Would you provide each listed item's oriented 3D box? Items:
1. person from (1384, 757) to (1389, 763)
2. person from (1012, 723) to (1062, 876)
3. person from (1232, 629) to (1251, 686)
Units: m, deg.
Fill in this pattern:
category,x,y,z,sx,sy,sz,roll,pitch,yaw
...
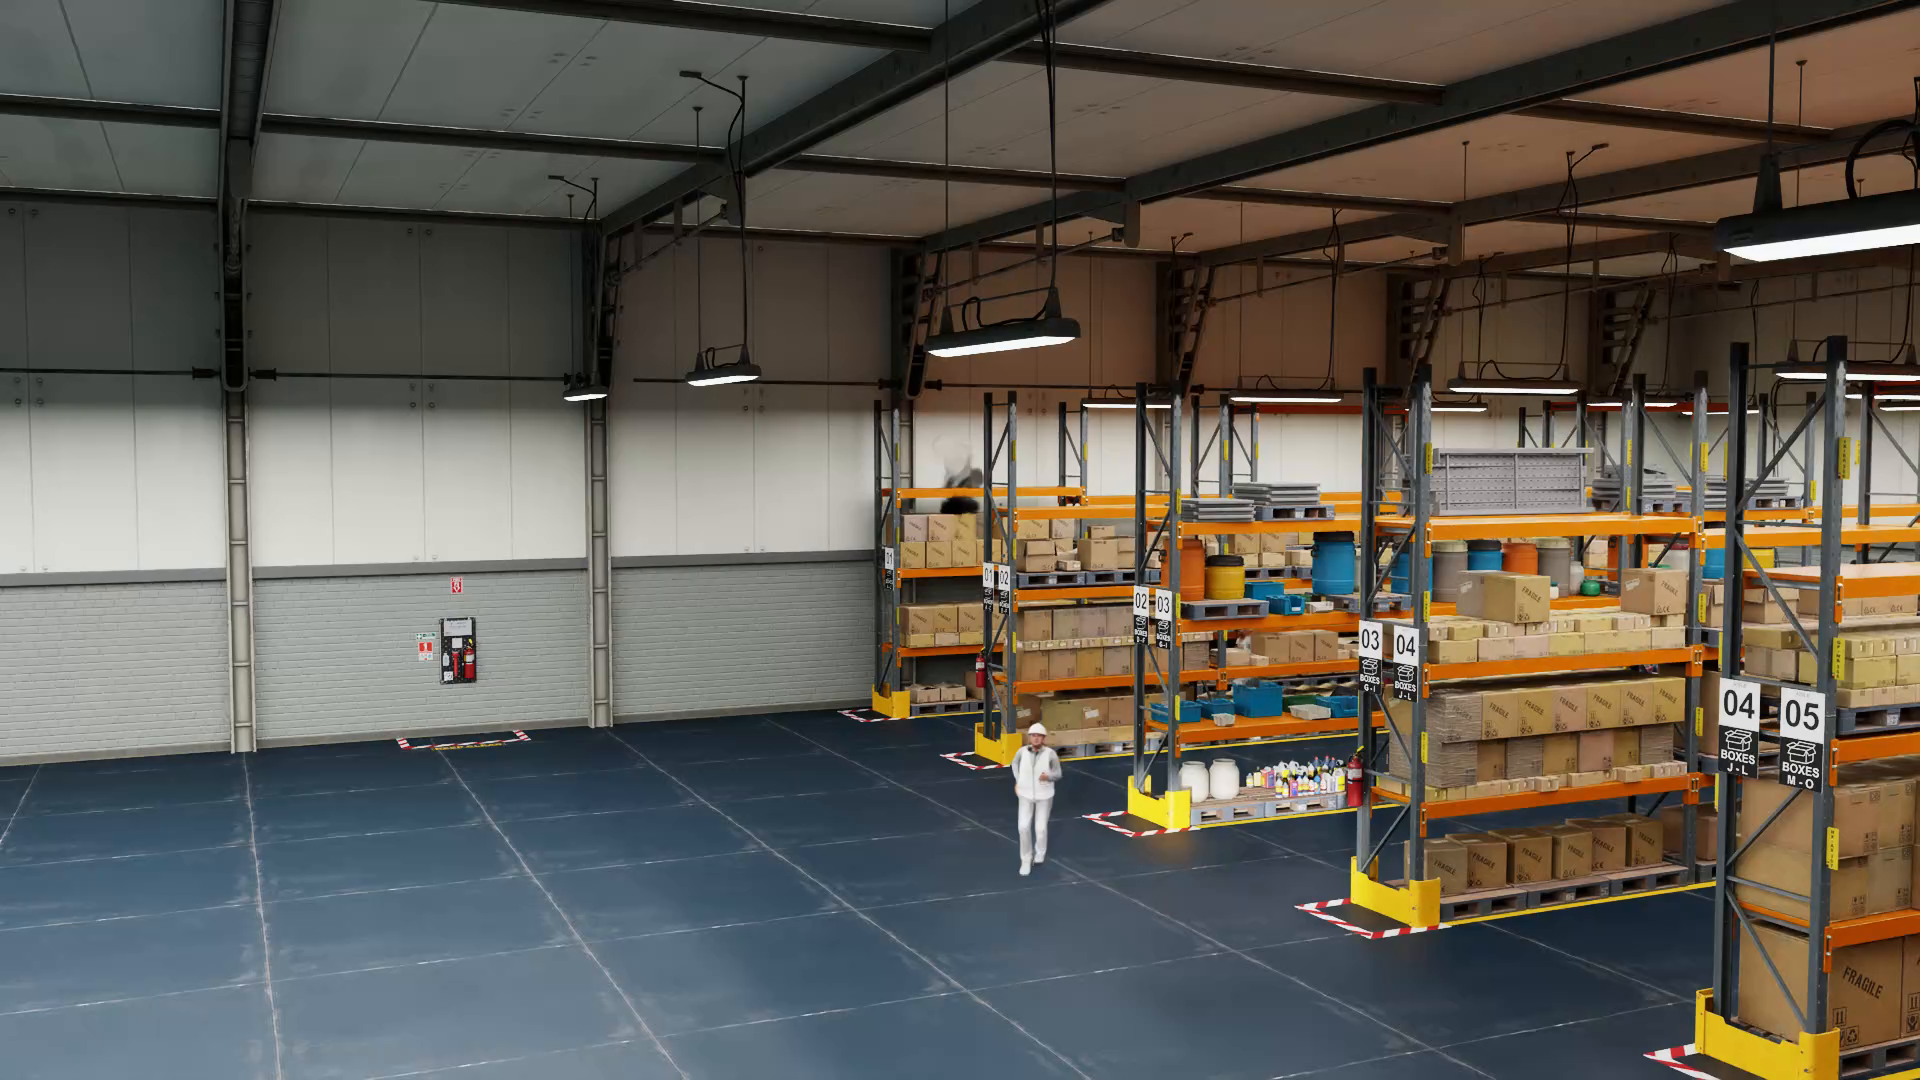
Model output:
category,x,y,z,sx,sy,sz,roll,pitch,yaw
person,7.269,2.745,26.882,0.937,1.668,0.599,-2,4,-27
person,0.919,3.120,20.073,0.638,1.834,0.779,0,3,7
person,5.416,2.448,31.765,0.548,1.745,0.661,-2,4,-29
